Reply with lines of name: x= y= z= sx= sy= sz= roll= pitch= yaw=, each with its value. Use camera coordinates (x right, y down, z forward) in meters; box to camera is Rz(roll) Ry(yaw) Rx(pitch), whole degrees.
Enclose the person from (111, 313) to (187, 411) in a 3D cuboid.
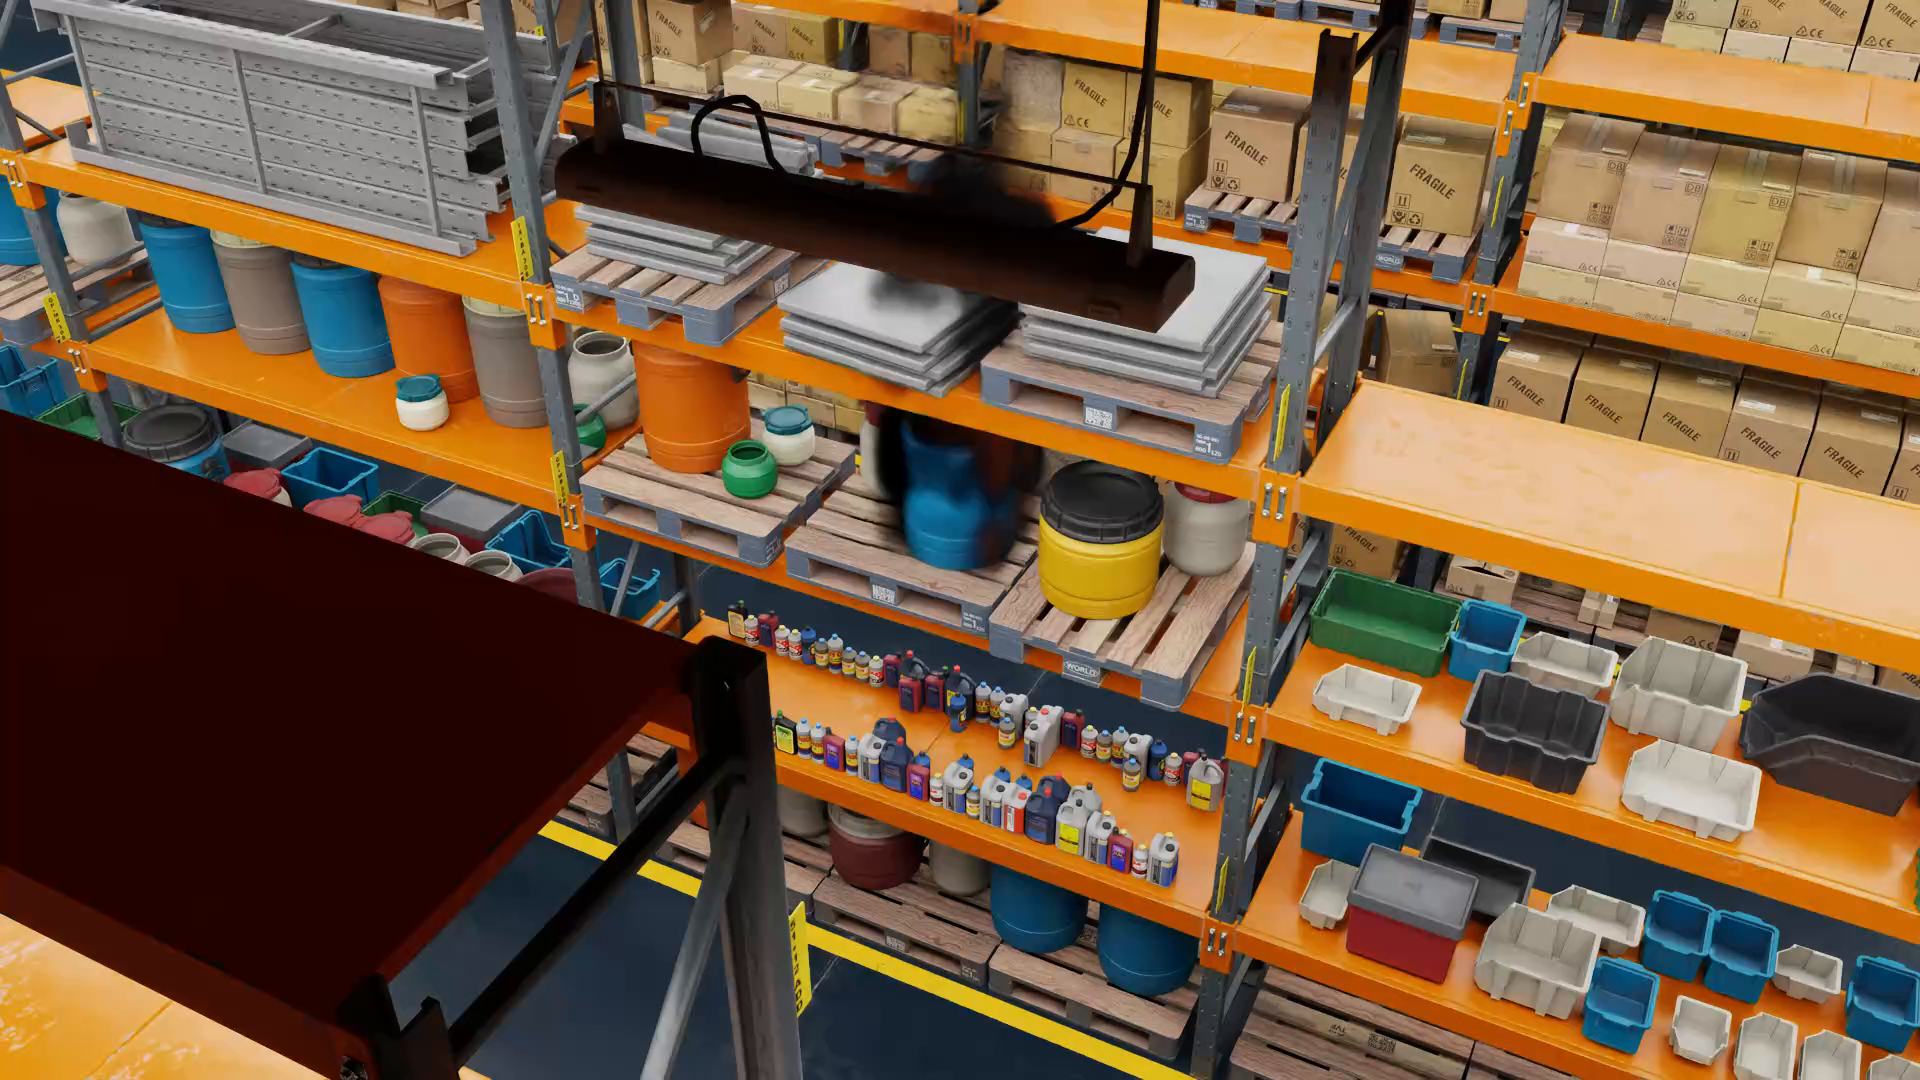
person: x=-7.483 y=-1.796 z=15.027 sx=0.713 sy=1.721 sz=0.586 roll=-2 pitch=35 yaw=-3
